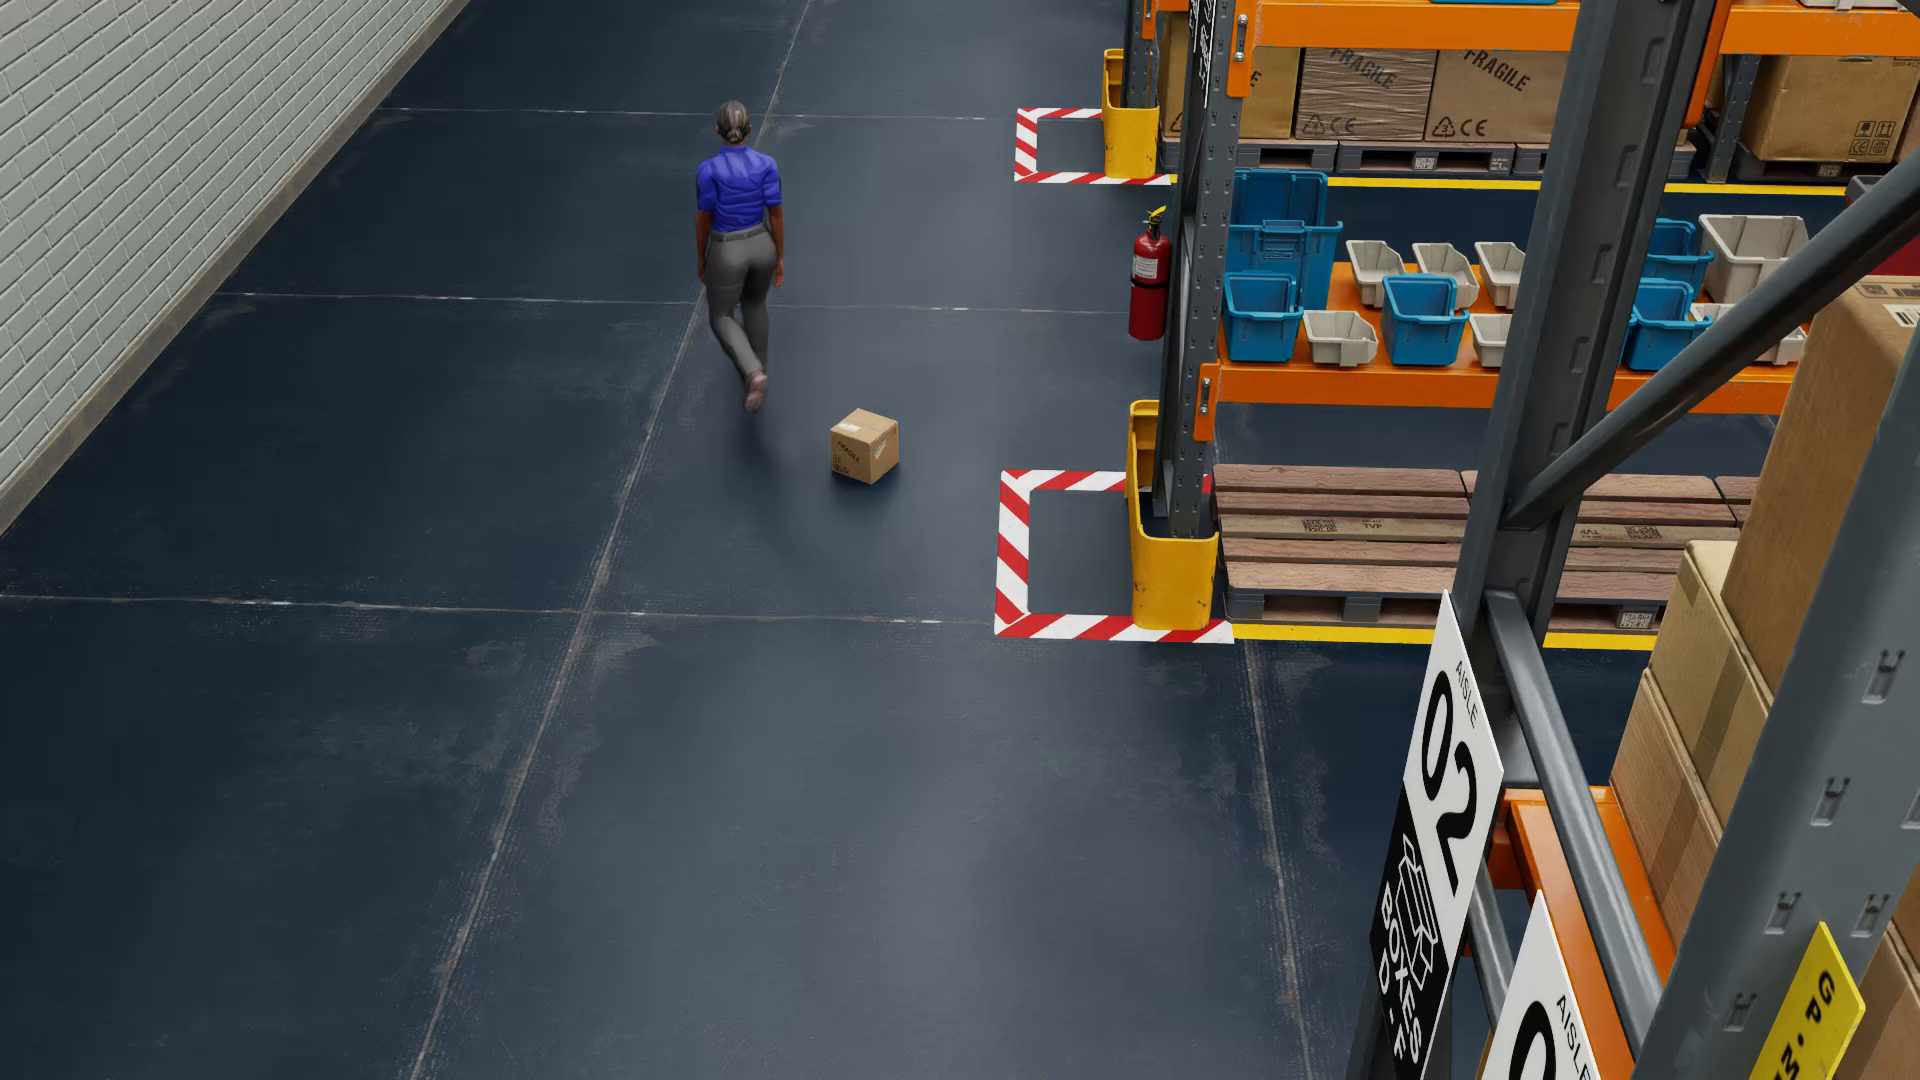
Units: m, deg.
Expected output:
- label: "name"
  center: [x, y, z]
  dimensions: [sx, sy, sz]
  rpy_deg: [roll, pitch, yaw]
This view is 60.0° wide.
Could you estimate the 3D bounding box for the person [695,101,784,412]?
- label: "person"
  center: [-1.126, -1.475, 8.655]
  dimensions: [0.449, 1.630, 0.687]
  rpy_deg: [-16, 39, -21]
